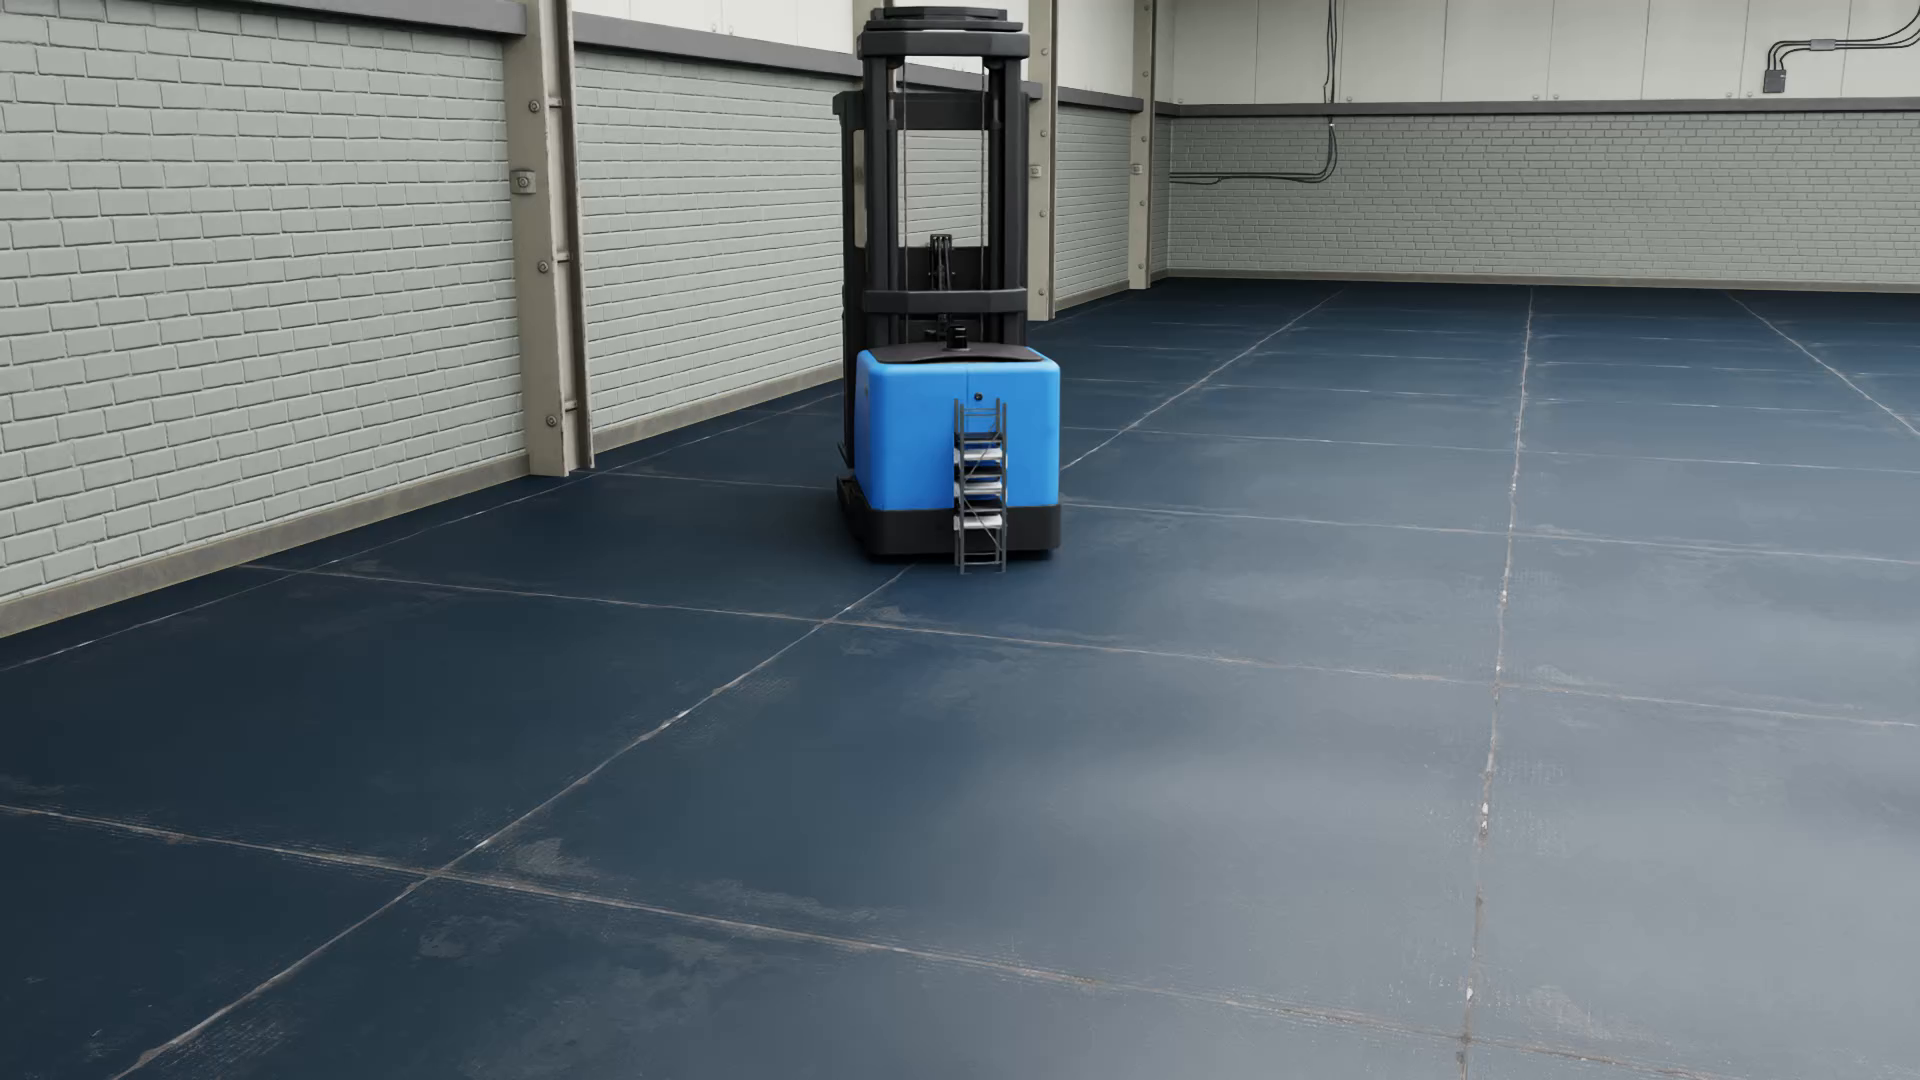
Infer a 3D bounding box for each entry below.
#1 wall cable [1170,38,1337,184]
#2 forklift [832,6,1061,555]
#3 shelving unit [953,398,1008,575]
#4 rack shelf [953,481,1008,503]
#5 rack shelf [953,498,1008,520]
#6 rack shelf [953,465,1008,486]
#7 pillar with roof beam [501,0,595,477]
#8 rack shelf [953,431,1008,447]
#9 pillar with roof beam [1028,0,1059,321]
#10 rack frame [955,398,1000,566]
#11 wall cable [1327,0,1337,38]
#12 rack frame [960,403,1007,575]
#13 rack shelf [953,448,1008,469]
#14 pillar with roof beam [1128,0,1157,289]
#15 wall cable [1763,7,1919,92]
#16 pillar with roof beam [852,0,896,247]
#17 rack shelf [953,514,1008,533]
[{"bbox_3d":[5.239,-7.675,29.869,3.097,2.526,0.112,4,14,18],"label":"wall cable"},{"bbox_3d":[-0.179,-1.627,10.028,1.130,2.935,3.031,-2,13,-8],"label":"forklift"},{"bbox_3d":[0.106,-0.281,8.695,0.258,0.900,0.210,-2,13,-8],"label":"shelving unit"},{"bbox_3d":[0.106,-0.248,8.703,0.258,0.077,0.200,-2,13,-8],"label":"rack shelf"},{"bbox_3d":[0.106,-0.160,8.723,0.258,0.077,0.200,-2,13,-8],"label":"rack shelf"},{"bbox_3d":[0.106,-0.336,8.683,0.258,0.077,0.200,-2,13,-8],"label":"rack shelf"},{"bbox_3d":[1.284,-4.564,9.260,9.100,9.000,0.400,4,14,18],"label":"pillar with roof beam"},{"bbox_3d":[0.106,-0.511,8.643,0.258,0.077,0.200,-2,13,-8],"label":"rack shelf"},{"bbox_3d":[5.166,-7.090,20.330,9.100,9.000,0.400,4,14,18],"label":"pillar with roof beam"},{"bbox_3d":[0.091,-0.303,8.793,0.240,0.900,0.006,-2,13,-8],"label":"rack frame"},{"bbox_3d":[7.799,-9.942,28.454,3.097,2.526,0.112,4,14,18],"label":"wall cable"},{"bbox_3d":[0.120,-0.258,8.597,0.240,0.900,0.006,-2,13,-8],"label":"rack frame"},{"bbox_3d":[0.106,-0.424,8.663,0.258,0.077,0.200,-2,13,-8],"label":"rack shelf"},{"bbox_3d":[7.108,-8.354,25.865,9.100,9.000,0.400,4,14,18],"label":"pillar with roof beam"},{"bbox_3d":[14.216,-10.160,26.136,2.305,6.003,0.169,4,14,18],"label":"wall cable"},{"bbox_3d":[3.225,-5.827,14.795,9.100,9.000,0.400,4,14,18],"label":"pillar with roof beam"},{"bbox_3d":[0.106,-0.073,8.743,0.258,0.077,0.200,-2,13,-8],"label":"rack shelf"}]
